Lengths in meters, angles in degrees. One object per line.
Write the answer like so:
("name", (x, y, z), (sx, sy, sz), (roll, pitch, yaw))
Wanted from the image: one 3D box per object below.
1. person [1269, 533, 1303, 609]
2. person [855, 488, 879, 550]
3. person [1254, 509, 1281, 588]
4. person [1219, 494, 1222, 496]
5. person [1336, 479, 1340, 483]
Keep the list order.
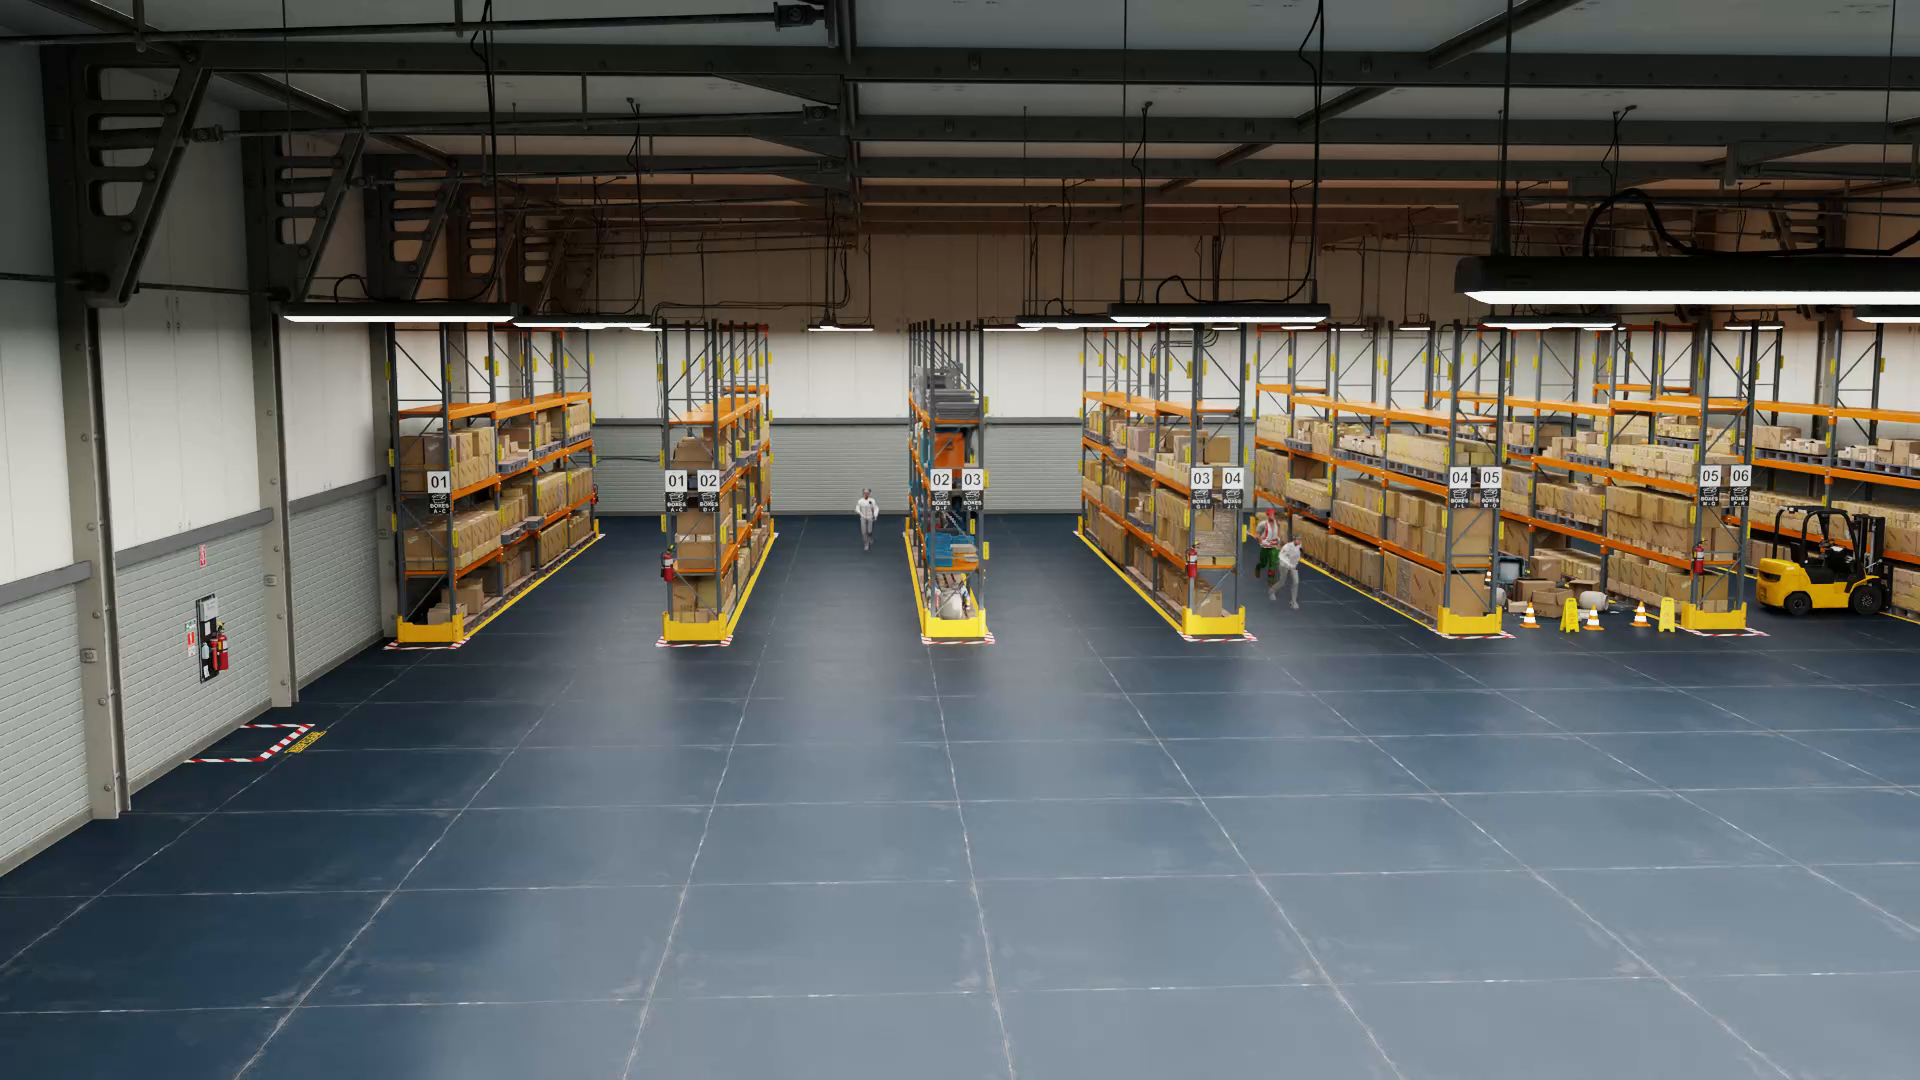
("person", (6.892, 0.615, 35.177), (0.655, 1.627, 0.979), (-4, 8, -31))
("person", (-2.486, -0.565, 44.356), (0.612, 1.658, 0.548), (0, 7, 3))
("person", (7.029, 0.162, 37.989), (0.684, 1.772, 0.969), (-2, 7, -17))
("person", (7.843, -1.096, 48.427), (0.740, 1.694, 0.592), (5, 9, 38))
("person", (10.719, -0.926, 47.340), (0.631, 1.627, 0.548), (-3, 8, -22))
